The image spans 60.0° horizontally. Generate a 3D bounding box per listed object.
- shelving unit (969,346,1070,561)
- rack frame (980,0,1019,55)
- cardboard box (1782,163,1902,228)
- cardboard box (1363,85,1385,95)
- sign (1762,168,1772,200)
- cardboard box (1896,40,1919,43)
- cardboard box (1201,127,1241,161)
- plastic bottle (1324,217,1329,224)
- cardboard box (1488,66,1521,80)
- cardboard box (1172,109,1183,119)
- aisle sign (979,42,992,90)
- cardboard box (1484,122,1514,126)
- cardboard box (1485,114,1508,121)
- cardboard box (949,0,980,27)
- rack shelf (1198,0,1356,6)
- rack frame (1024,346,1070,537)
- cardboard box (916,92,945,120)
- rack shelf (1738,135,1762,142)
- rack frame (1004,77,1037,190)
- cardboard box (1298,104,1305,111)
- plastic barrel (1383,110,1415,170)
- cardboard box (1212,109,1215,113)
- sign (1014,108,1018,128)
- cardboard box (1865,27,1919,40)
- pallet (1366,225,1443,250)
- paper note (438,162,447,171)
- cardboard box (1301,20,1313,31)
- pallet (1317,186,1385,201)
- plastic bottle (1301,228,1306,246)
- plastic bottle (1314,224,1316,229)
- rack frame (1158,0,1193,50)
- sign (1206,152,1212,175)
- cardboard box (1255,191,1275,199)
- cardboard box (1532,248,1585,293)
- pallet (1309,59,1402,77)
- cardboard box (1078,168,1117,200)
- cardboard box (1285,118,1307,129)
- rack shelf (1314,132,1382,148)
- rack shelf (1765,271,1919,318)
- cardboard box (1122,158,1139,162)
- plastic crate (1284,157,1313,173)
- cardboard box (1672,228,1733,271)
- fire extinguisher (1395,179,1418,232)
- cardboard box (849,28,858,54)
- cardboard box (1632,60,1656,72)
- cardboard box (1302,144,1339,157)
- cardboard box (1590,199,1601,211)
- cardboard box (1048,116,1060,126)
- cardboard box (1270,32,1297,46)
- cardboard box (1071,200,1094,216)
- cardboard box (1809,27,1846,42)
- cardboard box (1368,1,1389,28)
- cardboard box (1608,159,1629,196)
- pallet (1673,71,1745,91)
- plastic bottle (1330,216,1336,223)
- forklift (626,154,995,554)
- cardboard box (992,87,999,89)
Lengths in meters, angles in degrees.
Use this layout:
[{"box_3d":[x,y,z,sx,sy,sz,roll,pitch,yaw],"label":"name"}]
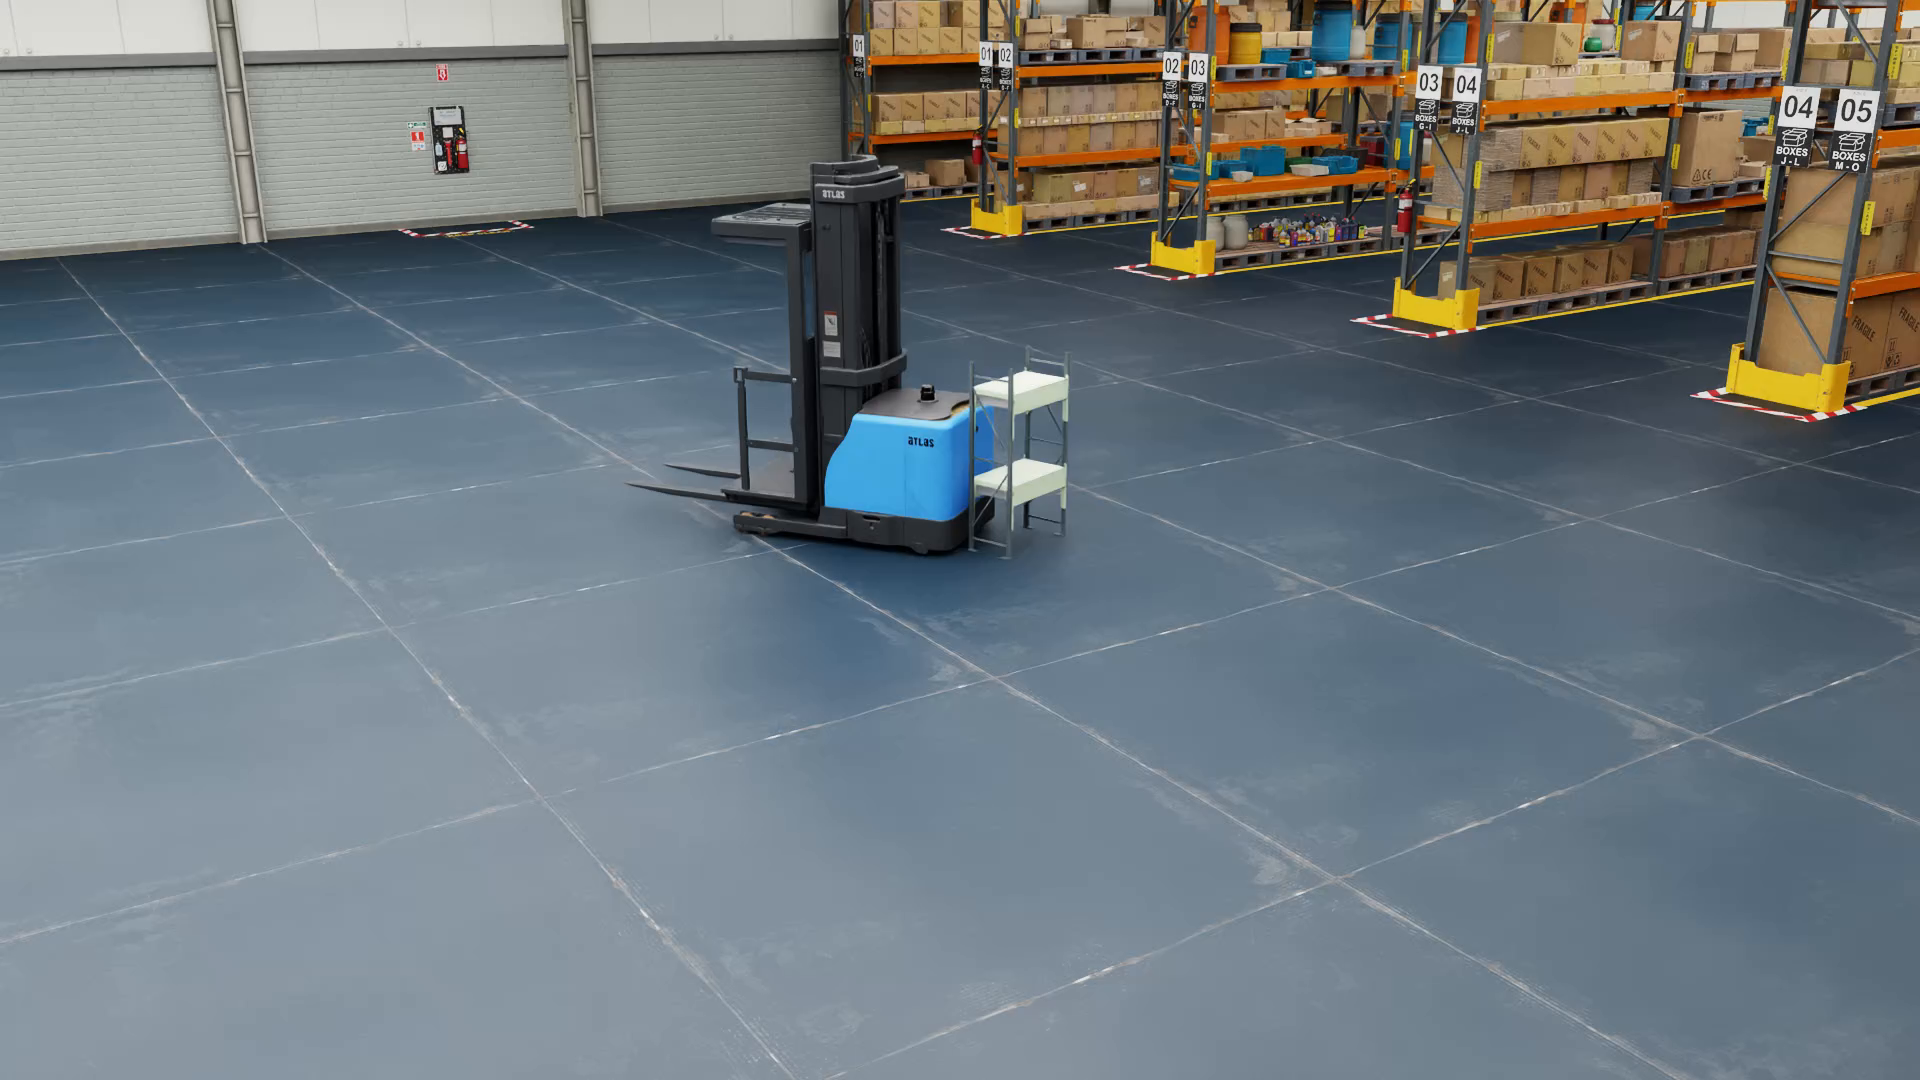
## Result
[{"box_3d":[0.459,-0.687,12.934,0.431,1.500,0.755,14,23,36],"label":"shelving unit"},{"box_3d":[0.662,-9.750,28.033,0.127,3.000,1.000,-12,22,-31],"label":"rack frame"},{"box_3d":[9.082,-3.551,17.143,0.550,0.550,0.875,-12,22,-31],"label":"cardboard box"},{"box_3d":[9.634,-10.837,40.148,0.700,0.700,0.980,-13,23,-34],"label":"cardboard box"},{"box_3d":[8.464,-3.721,17.391,0.005,0.325,0.100,-12,22,-31],"label":"sign"},{"box_3d":[10.120,-5.258,17.765,0.250,0.149,0.380,-12,22,-31],"label":"cardboard box"},{"box_3d":[6.038,-9.069,38.087,0.750,0.750,0.750,-12,22,-32],"label":"cardboard box"},{"box_3d":[6.021,-5.177,27.429,0.133,0.283,0.061,-12,22,-31],"label":"plastic bottle"},{"box_3d":[6.734,-5.803,20.653,0.250,0.149,0.380,-11,22,-30],"label":"cardboard box"},{"box_3d":[3.894,-7.862,30.647,0.250,0.149,0.380,-12,22,-31],"label":"cardboard box"},{"box_3d":[0.446,-8.206,28.776,0.004,0.787,0.394,-12,22,-31],"label":"aisle sign"},{"box_3d":[6.845,-5.172,21.678,0.500,0.500,0.500,-12,22,-31],"label":"cardboard box"},{"box_3d":[11.260,-9.086,35.280,0.500,0.500,0.500,-11,22,-30],"label":"cardboard box"},{"box_3d":[0.124,-10.533,33.286,0.500,0.500,0.500,-13,23,-33],"label":"cardboard box"},{"box_3d":[5.673,-10.276,31.339,4.000,0.370,1.077,-12,22,-31],"label":"rack shelf"},{"box_3d":[0.685,-0.779,13.207,0.400,1.500,0.023,14,23,36],"label":"rack frame"},{"box_3d":[-0.648,-8.703,33.337,0.500,0.500,0.500,-13,22,-33],"label":"cardboard box"},{"box_3d":[15.076,-7.707,32.483,4.000,0.370,1.077,-12,22,-31],"label":"rack shelf"},{"box_3d":[1.276,-8.937,34.996,0.127,3.000,1.000,-12,22,-31],"label":"rack frame"},{"box_3d":[7.830,-10.101,38.801,0.250,0.149,0.380,-12,22,-31],"label":"cardboard box"},{"box_3d":[7.214,-6.511,27.039,0.708,0.901,0.600,-12,22,-31],"label":"plastic barrel"},{"box_3d":[5.502,-9.594,37.301,0.250,0.149,0.380,-11,22,-30],"label":"cardboard box"},{"box_3d":[0.963,-7.206,28.401,0.005,0.325,0.100,-12,22,-31],"label":"sign"},{"box_3d":[14.483,-7.701,25.840,0.637,0.503,0.797,-12,22,-32],"label":"cardboard box"},{"box_3d":[7.359,-5.115,28.044,1.213,0.211,1.003,-12,22,-31],"label":"pallet"},{"box_3d":[-9.238,-6.675,29.681,0.142,0.148,0.016,-12,22,-31],"label":"paper note"},{"box_3d":[8.400,-12.125,39.166,0.500,0.250,0.500,-12,22,-31],"label":"cardboard box"},{"box_3d":[7.988,-7.117,33.968,1.213,0.211,1.003,-12,22,-31],"label":"pallet"},{"box_3d":[5.439,-4.812,26.368,0.097,0.271,0.097,0,19,0],"label":"plastic bottle"},{"box_3d":[5.718,-4.928,26.692,0.133,0.283,0.061,-12,22,-31],"label":"plastic bottle"},{"box_3d":[4.003,-10.454,30.117,0.127,3.000,1.000,-12,22,-31],"label":"rack frame"},{"box_3d":[3.682,-5.565,24.591,0.005,0.325,0.100,-12,22,-31],"label":"sign"},{"box_3d":[5.760,-6.785,32.267,0.500,0.250,0.500,-11,22,-30],"label":"cardboard box"},{"box_3d":[8.143,-3.684,22.705,0.500,0.500,0.500,-14,23,-36],"label":"cardboard box"},{"box_3d":[6.175,-7.465,26.254,1.003,0.211,1.213,-12,22,-31],"label":"pallet"},{"box_3d":[2.487,-6.458,30.130,0.500,0.500,0.500,-12,22,-31],"label":"cardboard box"},{"box_3d":[6.490,-8.169,32.864,0.500,0.311,0.500,-12,22,-32],"label":"cardboard box"},{"box_3d":[9.014,-8.328,34.320,4.000,0.370,1.077,-12,22,-31],"label":"rack shelf"},{"box_3d":[10.421,-2.924,18.335,4.000,0.370,1.077,-12,22,-31],"label":"rack shelf"},{"box_3d":[3.549,-8.465,36.817,0.500,0.500,0.700,-12,22,-31],"label":"cardboard box"},{"box_3d":[5.435,-6.023,26.707,0.662,0.188,0.450,-12,22,-31],"label":"plastic crate"},{"box_3d":[10.849,-4.266,24.397,0.500,0.500,0.700,-14,23,-36],"label":"cardboard box"},{"box_3d":[5.759,-4.324,21.472,0.183,0.674,0.296,-12,22,-31],"label":"fire extinguisher"},{"box_3d":[-1.856,-9.851,32.830,0.500,0.500,0.500,-10,21,-28],"label":"cardboard box"},{"box_3d":[9.062,-6.344,22.253,0.250,0.149,0.380,-12,22,-31],"label":"cardboard box"},{"box_3d":[8.638,-9.465,39.805,0.500,0.500,0.700,-12,22,-31],"label":"cardboard box"},{"box_3d":[8.359,-4.520,22.322,0.250,0.149,0.380,-12,22,-31],"label":"cardboard box"},{"box_3d":[1.537,-7.365,29.177,0.250,0.149,0.380,-12,22,-31],"label":"cardboard box"},{"box_3d":[6.084,-9.576,31.781,0.500,0.250,0.500,-12,22,-32],"label":"cardboard box"},{"box_3d":[2.066,-6.016,29.994,0.500,0.250,0.500,-12,22,-31],"label":"cardboard box"},{"box_3d":[12.528,-7.221,24.300,0.500,0.500,0.500,-11,22,-30],"label":"cardboard box"},{"box_3d":[8.138,-10.424,32.994,0.500,0.500,0.500,-12,22,-31],"label":"cardboard box"},{"box_3d":[8.601,-5.009,22.757,0.500,0.500,0.875,-12,22,-31],"label":"cardboard box"},{"box_3d":[10.022,-6.374,23.026,1.003,0.211,1.213,-12,22,-31],"label":"pallet"},{"box_3d":[6.217,-5.264,27.705,0.097,0.271,0.097,0,19,0],"label":"plastic bottle"},{"box_3d":[-1.282,-1.566,13.302,3.031,2.935,1.130,8,20,21],"label":"forklift"},{"box_3d":[0.768,-9.204,34.817,0.500,0.500,0.500,-13,22,-33],"label":"cardboard box"}]
